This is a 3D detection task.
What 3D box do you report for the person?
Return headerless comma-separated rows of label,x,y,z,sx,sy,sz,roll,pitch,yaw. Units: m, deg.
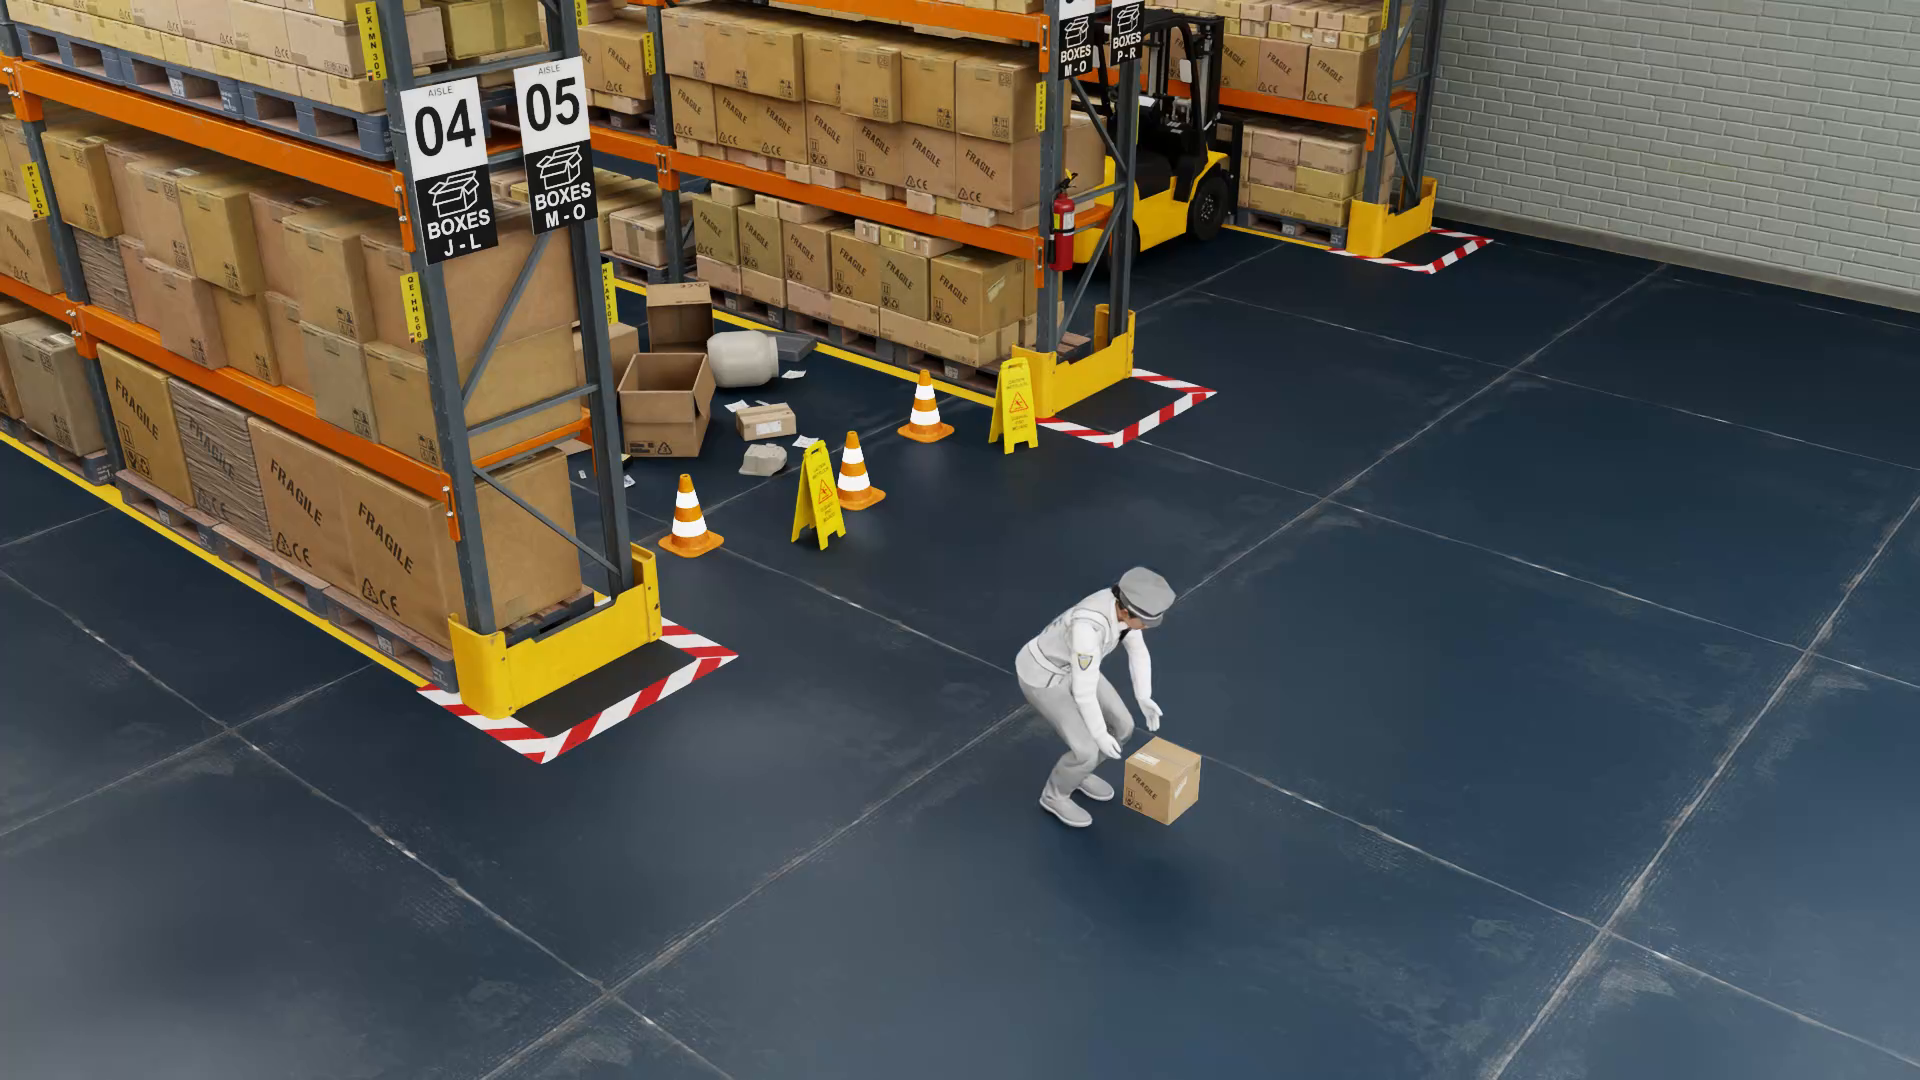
person,0.625,0.680,7.692,0.737,1.322,0.534,21,34,34
